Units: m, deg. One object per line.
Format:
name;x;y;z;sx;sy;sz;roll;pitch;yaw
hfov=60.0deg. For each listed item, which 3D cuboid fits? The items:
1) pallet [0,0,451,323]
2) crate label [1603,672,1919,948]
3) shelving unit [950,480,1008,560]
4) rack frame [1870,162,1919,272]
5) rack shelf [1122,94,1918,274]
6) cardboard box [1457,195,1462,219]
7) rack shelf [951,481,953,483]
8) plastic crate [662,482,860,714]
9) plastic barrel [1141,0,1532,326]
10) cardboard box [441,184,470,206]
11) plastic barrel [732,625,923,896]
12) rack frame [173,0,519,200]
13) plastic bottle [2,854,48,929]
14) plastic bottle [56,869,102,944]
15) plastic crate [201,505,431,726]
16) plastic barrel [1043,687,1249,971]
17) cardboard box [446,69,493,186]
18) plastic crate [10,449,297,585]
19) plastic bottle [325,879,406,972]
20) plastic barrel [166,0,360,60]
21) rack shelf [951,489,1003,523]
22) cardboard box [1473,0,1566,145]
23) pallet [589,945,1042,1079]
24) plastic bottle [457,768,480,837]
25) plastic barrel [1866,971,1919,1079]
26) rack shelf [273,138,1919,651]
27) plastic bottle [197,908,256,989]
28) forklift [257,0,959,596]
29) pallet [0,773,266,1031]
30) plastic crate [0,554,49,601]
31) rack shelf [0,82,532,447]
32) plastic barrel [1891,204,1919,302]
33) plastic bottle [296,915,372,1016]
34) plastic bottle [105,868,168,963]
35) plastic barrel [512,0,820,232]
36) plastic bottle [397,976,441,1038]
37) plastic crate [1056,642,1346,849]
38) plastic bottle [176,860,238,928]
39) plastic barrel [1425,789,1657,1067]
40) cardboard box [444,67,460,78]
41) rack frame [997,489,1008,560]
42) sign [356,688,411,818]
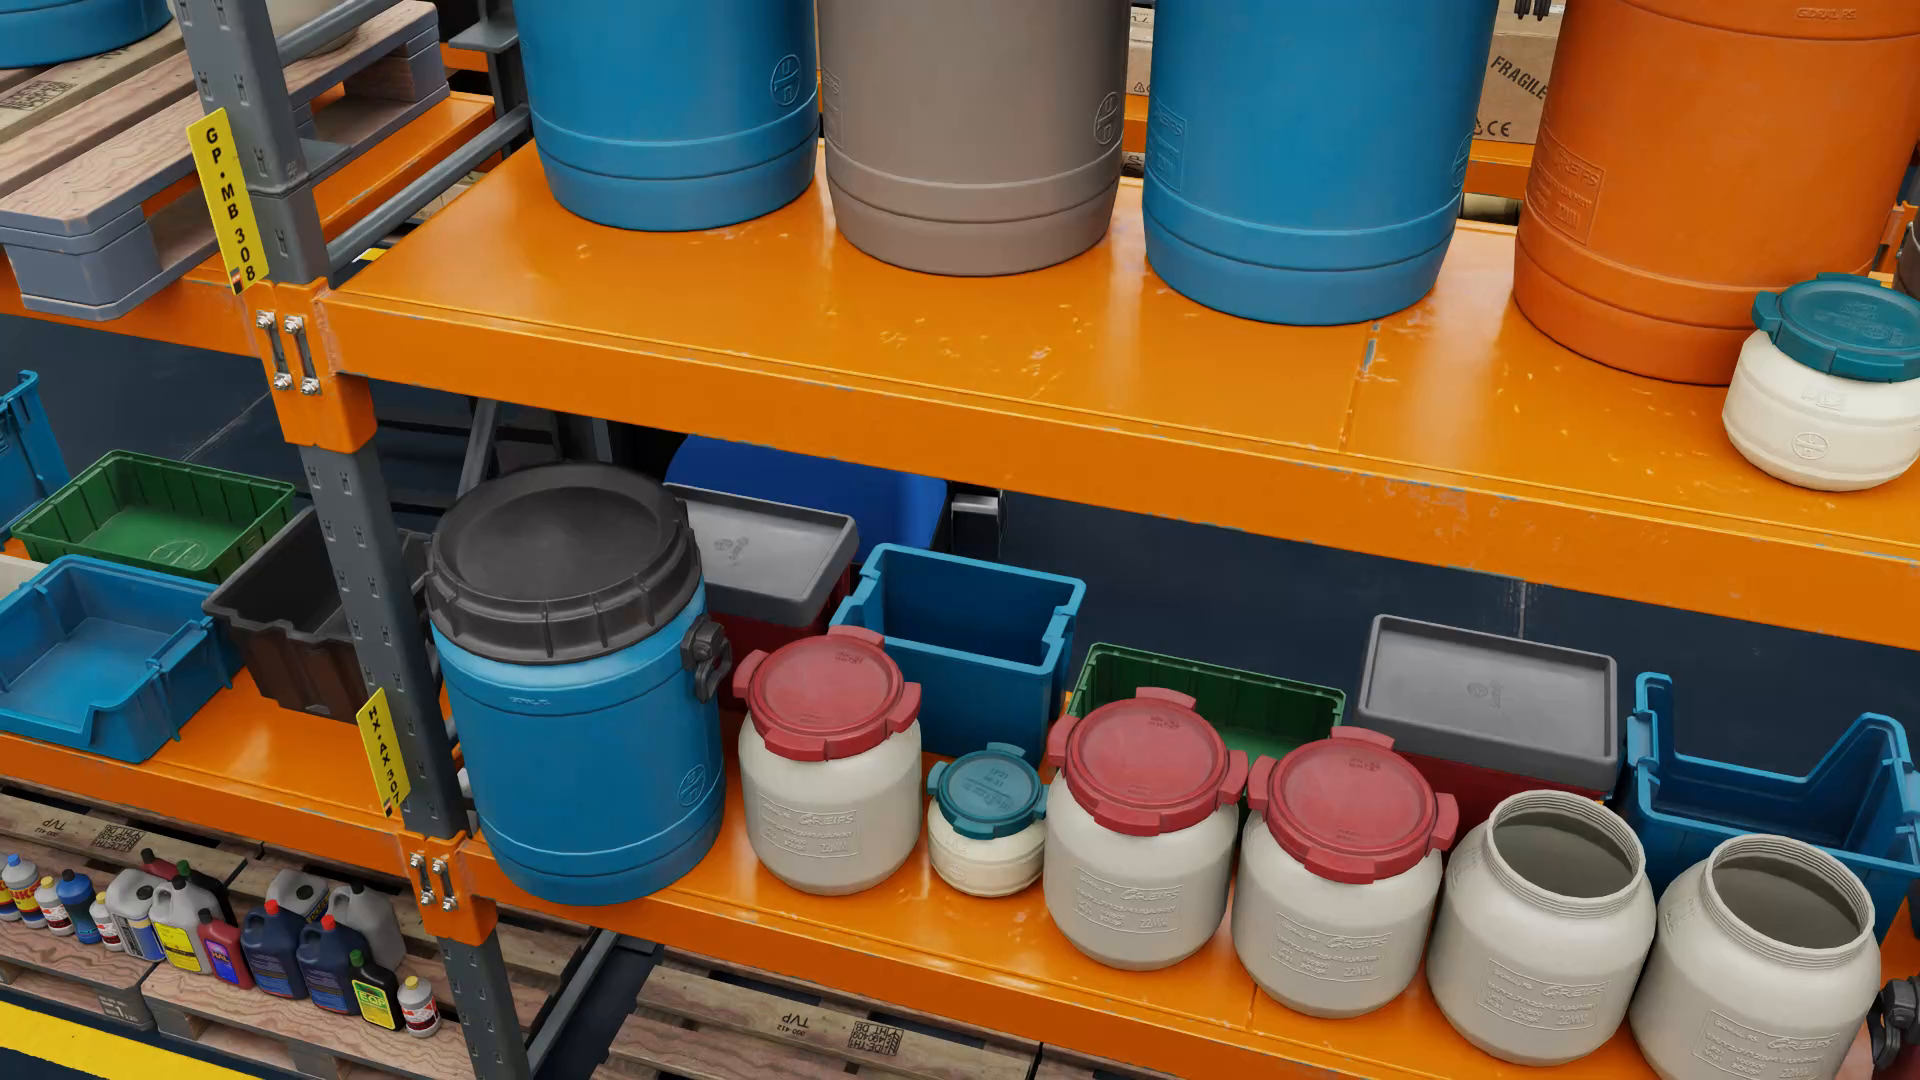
pallet;-1.865;-0.911;3.586;1.003;0.211;1.213;10;38;14
crate label;1.803;0.658;3.796;0.616;0.435;0.502;10;38;14
shelving unit;0.085;-0.356;6.975;0.210;0.900;0.258;6;37;8
rack frame;4.151;-1.801;7.167;0.127;3.000;1.000;10;38;14
rack shelf;2.242;-1.865;7.861;4.000;0.370;1.077;10;38;14
cardboard box;2.258;-1.618;8.410;0.500;0.311;0.500;10;38;13
rack shelf;0.085;-0.329;6.995;0.200;0.077;0.258;6;37;8
plastic crate;-0.594;0.180;4.421;0.583;0.464;0.402;10;38;14
plastic barrel;0.651;-0.918;3.014;0.708;0.901;0.600;10;38;14
cardboard box;-2.561;-1.970;9.362;0.500;0.250;0.500;10;38;14
plastic barrel;-0.300;0.532;3.882;0.433;0.535;0.433;0;36;0
rack frame;-1.147;-2.123;2.542;0.127;3.000;1.000;10;38;14
plastic bottle;-2.905;1.083;5.178;0.097;0.271;0.097;0;36;0
plastic bottle;-2.712;1.119;5.130;0.097;0.271;0.097;0;36;0
plastic crate;-1.609;0.154;4.563;0.504;0.338;0.767;10;38;14
plastic barrel;0.401;0.662;3.706;0.433;0.535;0.433;0;36;0
cardboard box;-2.561;-2.271;9.138;0.500;0.500;0.500;10;38;14
plastic crate;-2.359;-0.021;4.927;0.662;0.188;0.450;10;38;14
plastic bottle;-1.805;1.151;5.020;0.185;0.351;0.144;10;38;14
plastic barrel;-1.500;-1.316;3.528;0.421;0.512;0.421;0;36;0
rack shelf;0.085;-0.184;7.101;0.200;0.077;0.258;6;37;8
cardboard box;2.545;-2.129;7.528;0.500;0.500;0.500;9;37;11
pallet;-0.386;1.533;4.989;1.213;0.211;1.003;10;38;14
plastic bottle;-1.638;0.867;5.468;0.135;0.276;0.152;12;38;16
plastic barrel;2.137;1.035;3.198;0.708;0.536;0.600;10;38;14
rack shelf;0.762;-0.271;3.165;4.000;0.370;1.077;10;38;14
plastic bottle;-2.199;1.220;4.982;0.133;0.283;0.061;13;38;17
forklift;-1.535;-1.273;6.507;3.031;2.935;1.130;6;37;8
pallet;-2.944;1.060;5.632;1.213;0.211;1.003;10;38;14
plastic crate;-2.773;0.256;4.594;0.437;0.136;0.530;10;38;14
rack shelf;-3.056;-0.978;4.125;4.000;0.370;1.077;10;38;14
plastic barrel;1.951;-0.677;2.687;0.600;0.901;0.600;0;36;0
plastic bottle;-1.848;1.232;4.909;0.185;0.351;0.144;10;37;13
plastic bottle;-2.493;1.140;5.097;0.135;0.276;0.152;11;38;15
plastic barrel;-0.597;-1.149;3.328;0.708;0.901;0.600;10;38;14
plastic bottle;-1.587;1.355;4.867;0.097;0.201;0.097;0;36;0
plastic crate;0.599;0.527;4.182;0.662;0.188;0.450;10;38;14
plastic bottle;-2.333;1.106;5.137;0.133;0.283;0.061;10;38;14
plastic barrel;1.223;0.820;3.511;0.421;0.512;0.421;0;36;0
cardboard box;-2.884;-2.653;9.657;0.500;0.500;0.500;10;38;14
rack frame;0.185;-0.345;6.960;0.006;0.900;0.240;6;37;8
sign;-1.322;0.491;3.818;0.005;0.325;0.100;10;38;14
